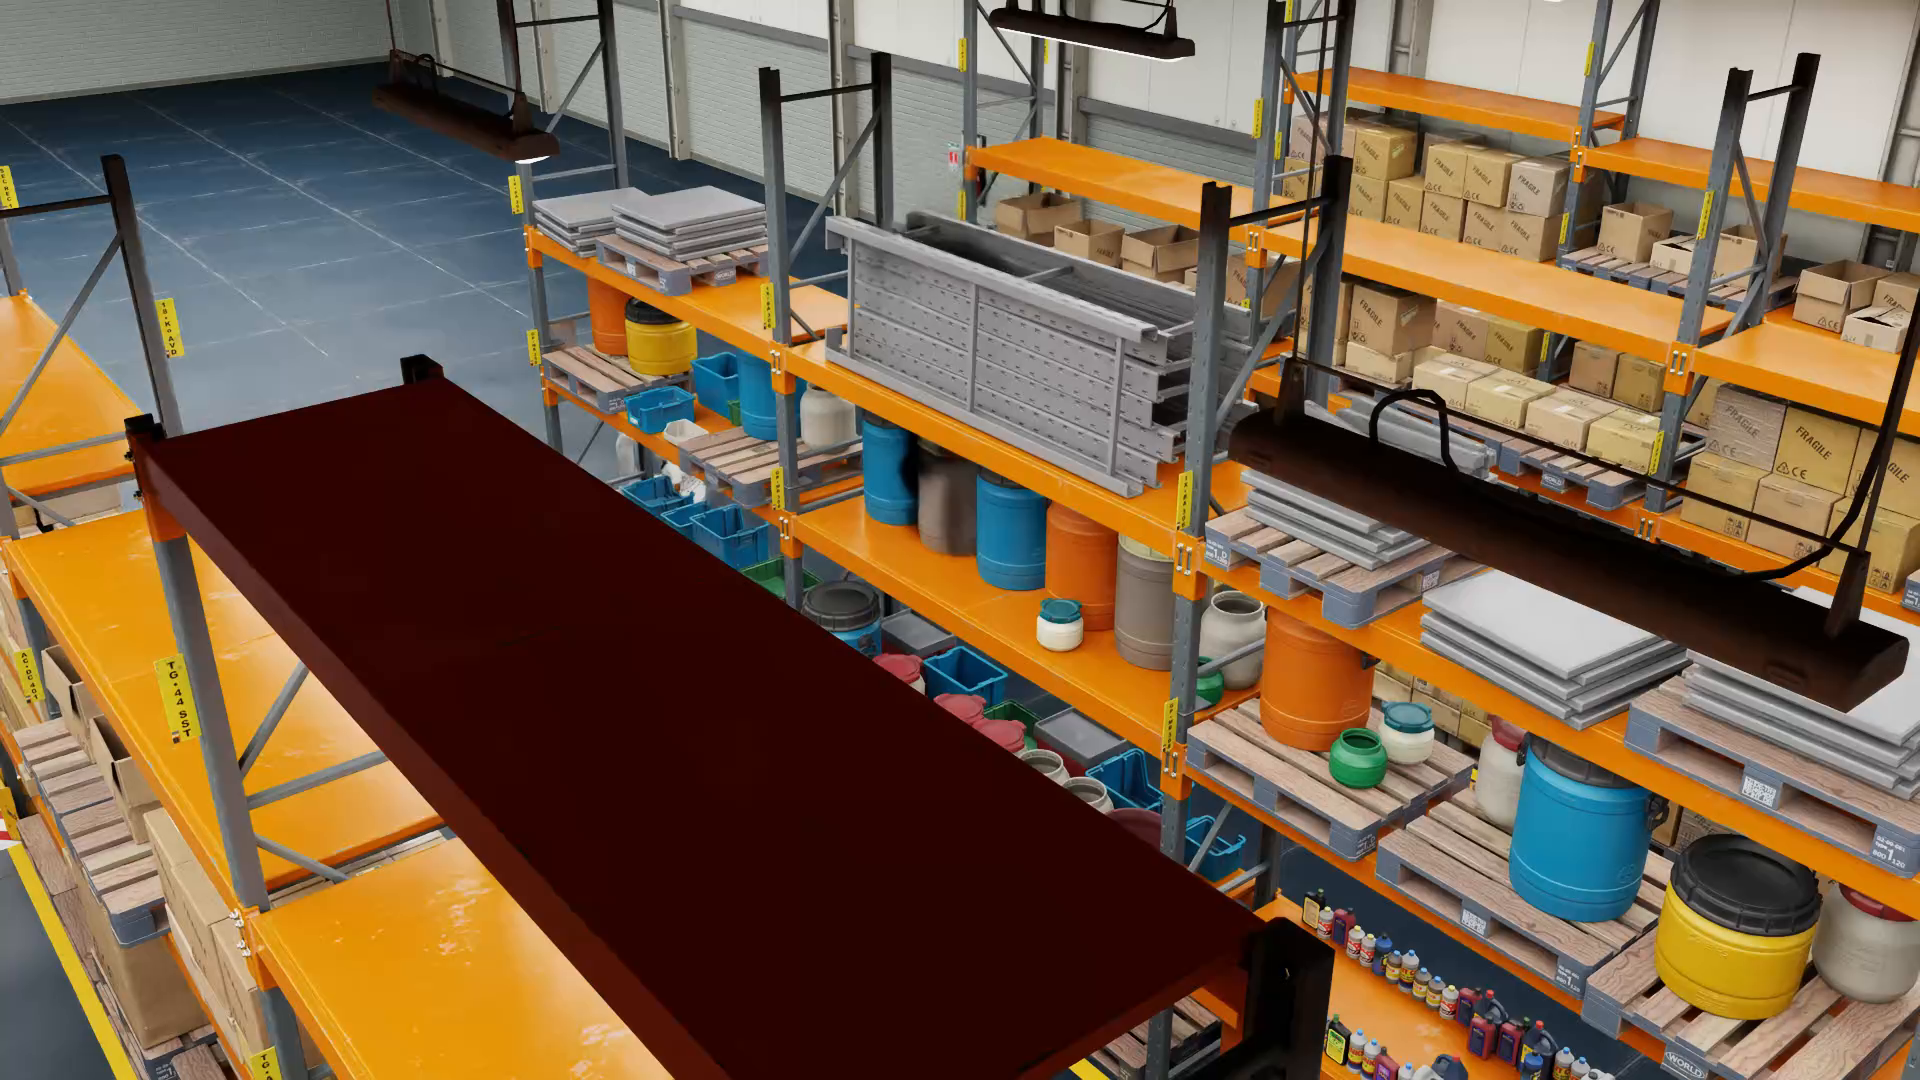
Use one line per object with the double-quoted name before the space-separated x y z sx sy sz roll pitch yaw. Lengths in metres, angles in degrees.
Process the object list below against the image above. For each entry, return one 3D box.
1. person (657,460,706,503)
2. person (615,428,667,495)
"person" -2.891 -0.423 17.333 0.526 1.615 0.655 12 29 24
"person" -3.668 -1.409 19.130 0.866 1.846 0.677 -6 27 -12
